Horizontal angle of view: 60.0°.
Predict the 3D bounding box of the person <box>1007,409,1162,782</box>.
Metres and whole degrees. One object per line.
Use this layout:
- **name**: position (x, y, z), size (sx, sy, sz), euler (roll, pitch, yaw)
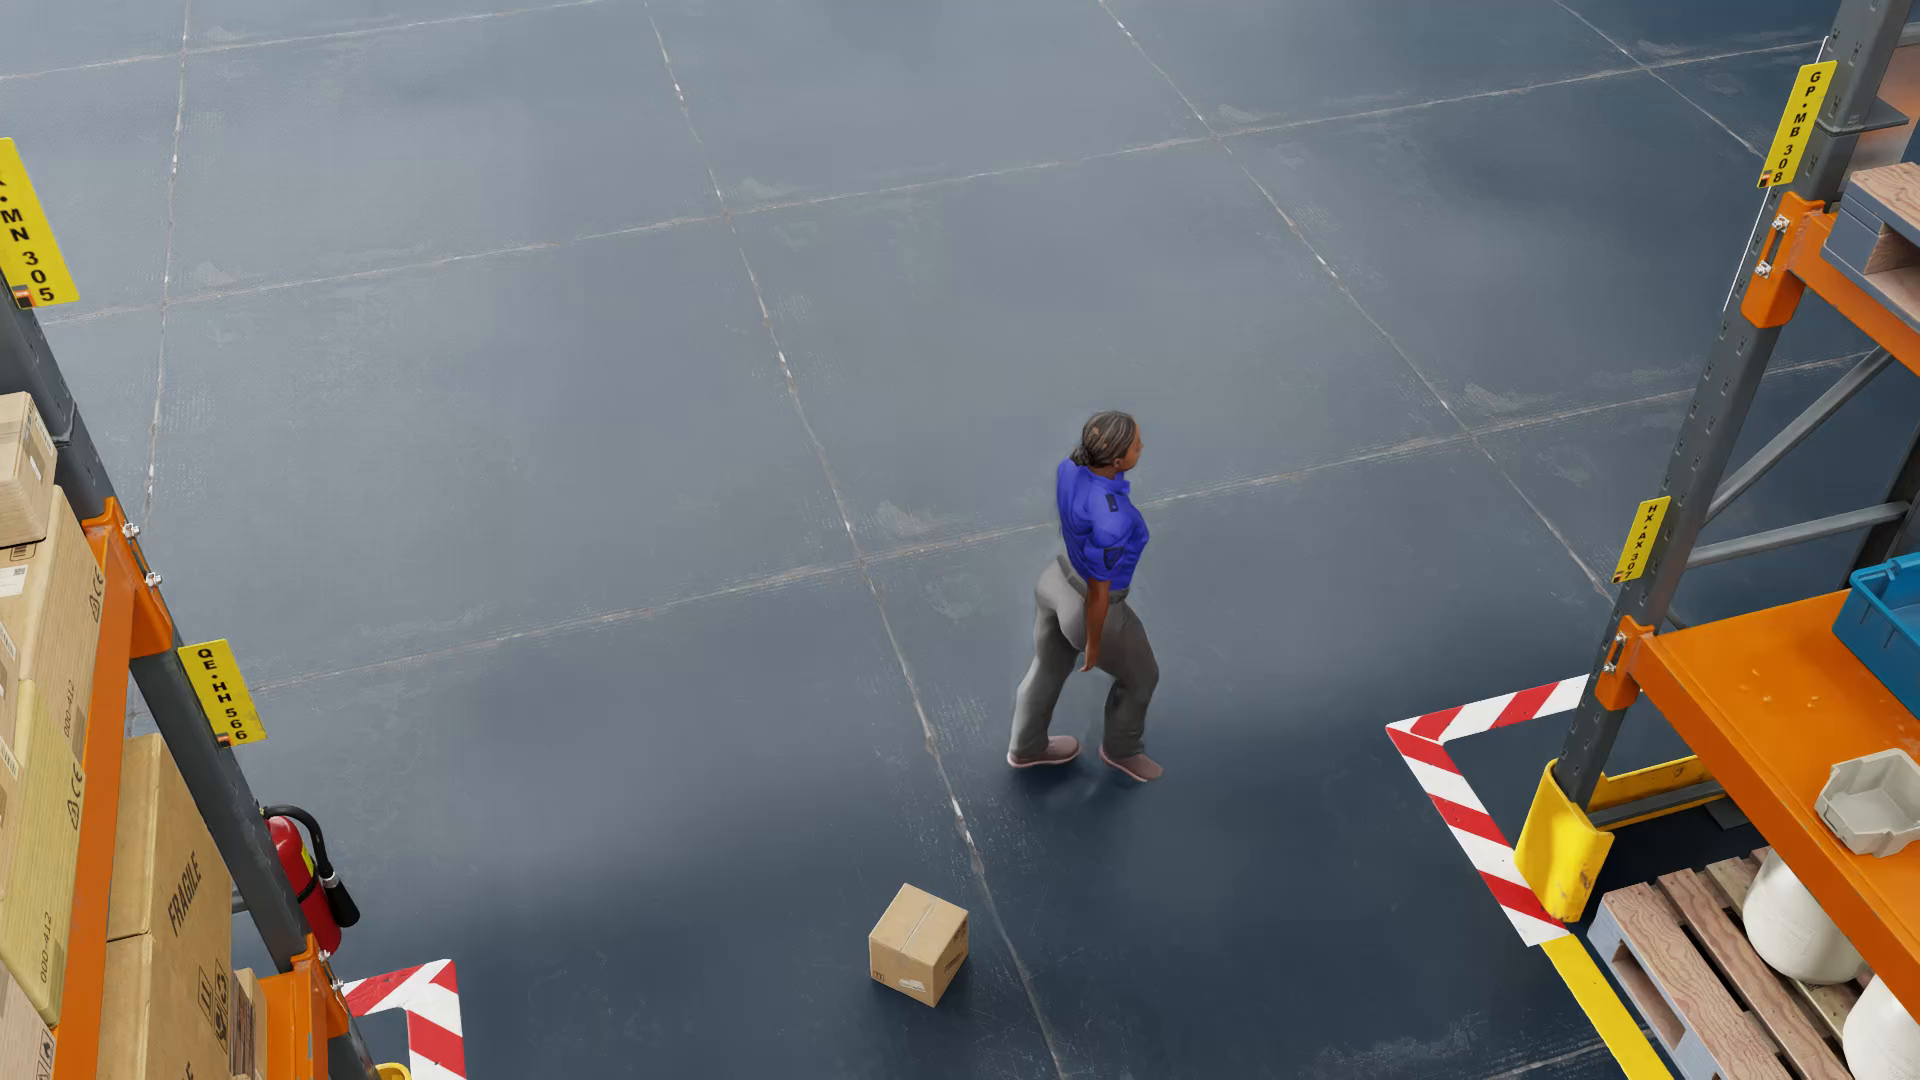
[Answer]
- **person**: position (0.456, 0.239, 5.929), size (0.571, 1.723, 0.469), euler (-17, 45, -17)
